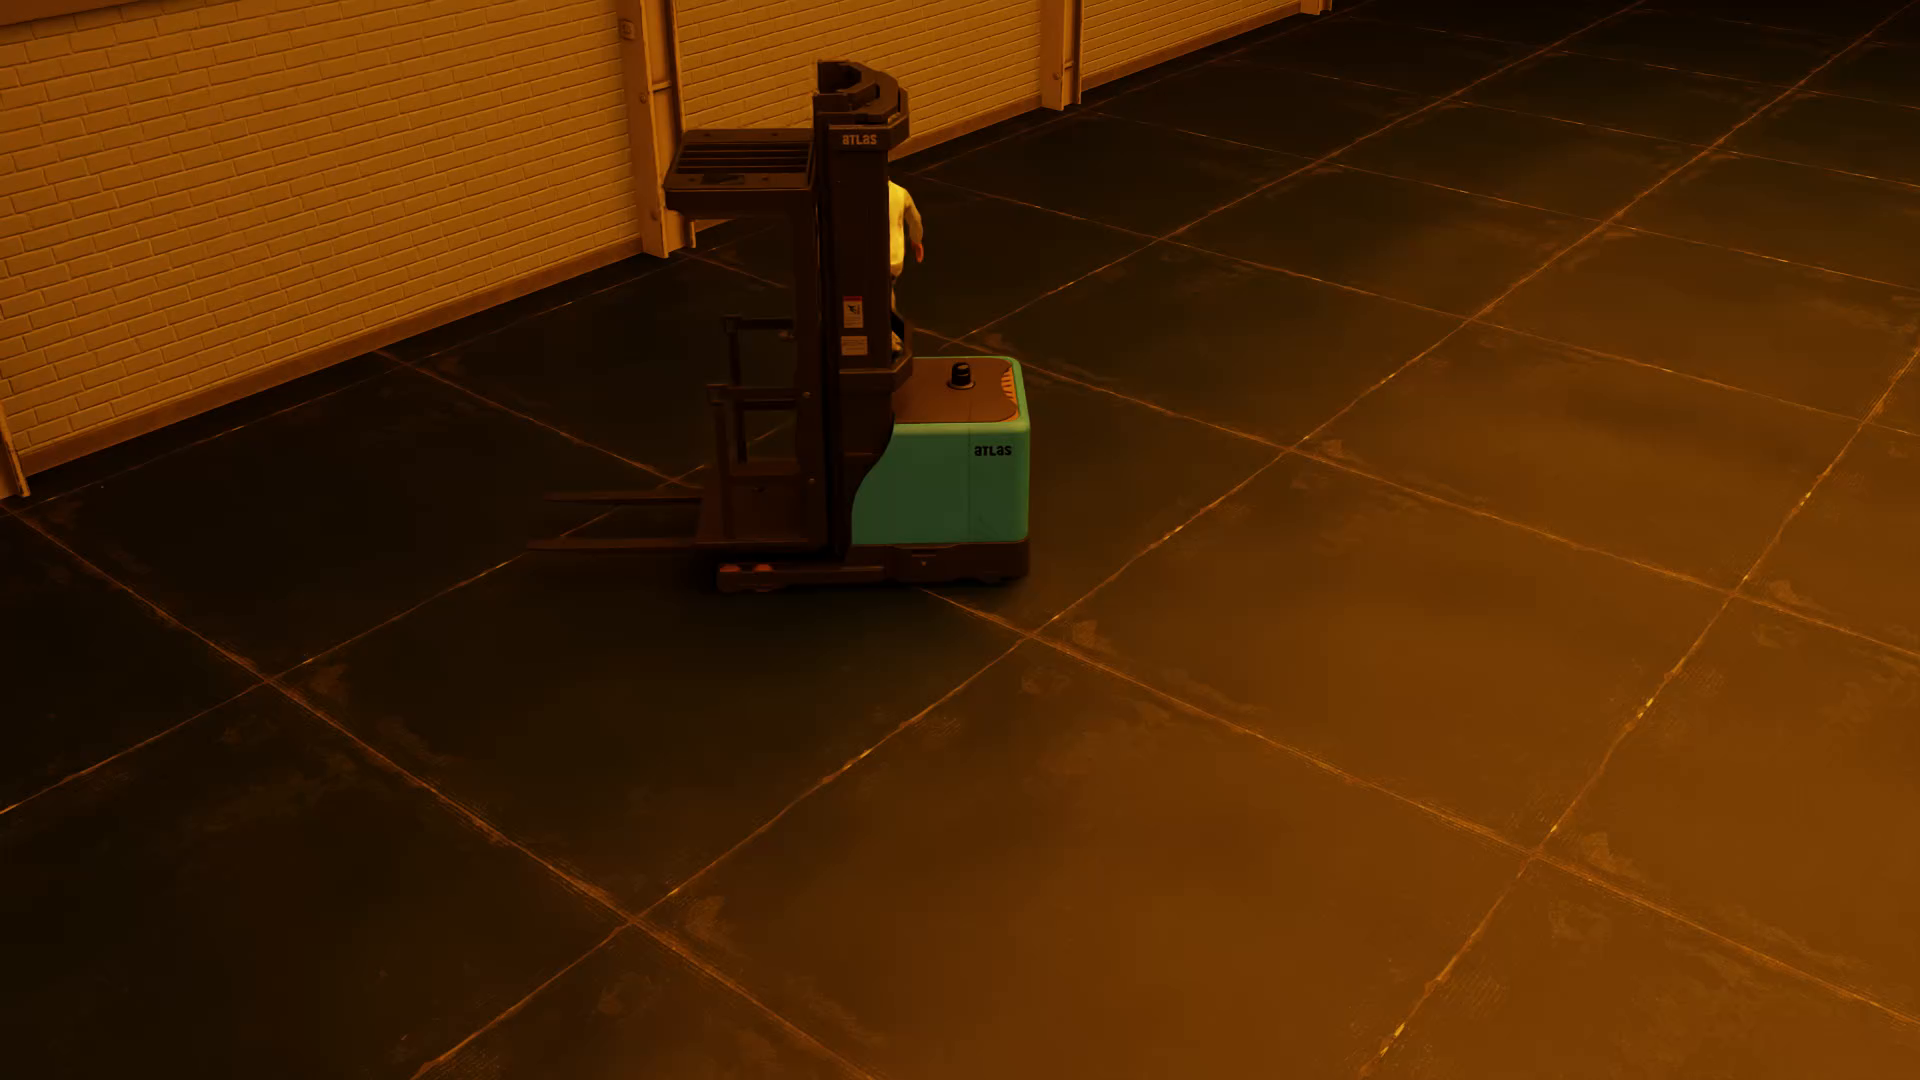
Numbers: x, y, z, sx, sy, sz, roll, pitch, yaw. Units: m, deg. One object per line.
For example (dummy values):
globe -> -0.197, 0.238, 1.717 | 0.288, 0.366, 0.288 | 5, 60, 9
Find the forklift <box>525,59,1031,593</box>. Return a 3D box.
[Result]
forklift -> -1.110, -1.220, 9.683 | 3.031, 2.935, 1.130 | -1, 30, -2

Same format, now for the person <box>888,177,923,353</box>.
person -> -0.665, -2.094, 12.395 | 0.889, 1.791, 0.495 | -13, 33, -21
